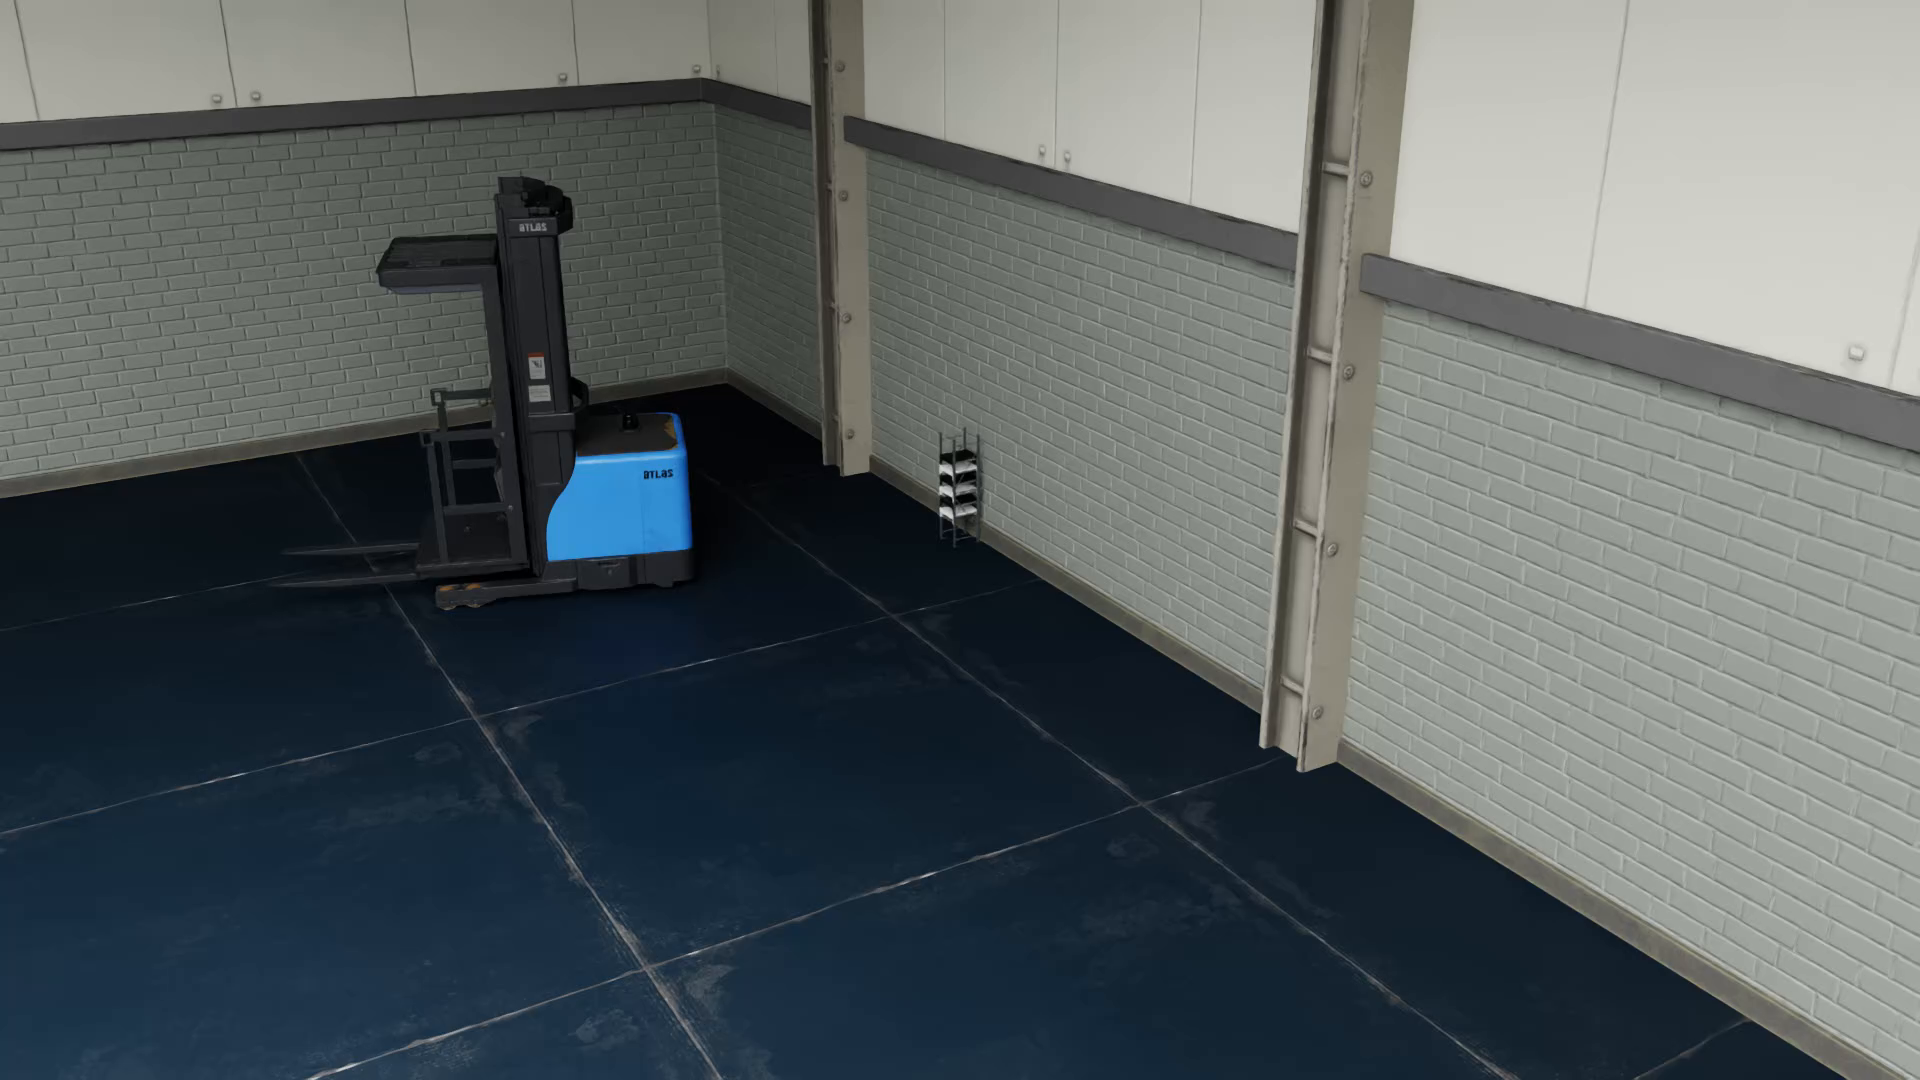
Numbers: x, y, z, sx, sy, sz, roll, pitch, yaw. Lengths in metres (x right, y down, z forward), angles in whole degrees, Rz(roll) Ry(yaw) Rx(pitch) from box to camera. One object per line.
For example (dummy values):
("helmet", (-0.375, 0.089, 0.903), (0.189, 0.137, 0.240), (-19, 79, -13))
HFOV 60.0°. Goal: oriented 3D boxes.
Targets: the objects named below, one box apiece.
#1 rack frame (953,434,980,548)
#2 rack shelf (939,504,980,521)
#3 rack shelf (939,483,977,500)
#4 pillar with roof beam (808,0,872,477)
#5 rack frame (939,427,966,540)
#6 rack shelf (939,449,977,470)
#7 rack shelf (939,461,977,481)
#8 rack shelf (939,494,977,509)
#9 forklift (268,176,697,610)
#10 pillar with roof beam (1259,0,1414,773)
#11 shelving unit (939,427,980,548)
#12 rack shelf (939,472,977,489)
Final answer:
("rack frame", (0.050, -0.380, 13.016), (0.240, 0.900, 0.006), (-13, 26, -29))
("rack shelf", (-0.003, -0.215, 13.177), (0.258, 0.077, 0.200), (-13, 26, -29))
("rack shelf", (-0.003, -0.381, 13.110), (0.258, 0.077, 0.200), (-13, 26, -29))
("pillar with roof beam", (-4.705, -3.993, 11.151), (9.100, 9.000, 0.400), (-13, 25, -28))
("rack frame", (-0.056, -0.445, 13.177), (0.240, 0.900, 0.006), (-13, 26, -29))
("rack shelf", (-0.004, -0.631, 13.008), (0.258, 0.077, 0.200), (-13, 26, -29))
("rack shelf", (-0.004, -0.548, 13.042), (0.258, 0.077, 0.200), (-13, 26, -29))
("rack shelf", (-0.003, -0.298, 13.143), (0.258, 0.077, 0.200), (-13, 26, -29))
("forklift", (-3.541, -1.070, 12.018), (3.031, 2.935, 1.130), (-5, 23, -11))
("pillar with roof beam", (-1.640, -2.050, 6.372), (9.100, 9.000, 0.400), (-13, 25, -28))
("shelving unit", (-0.003, -0.412, 13.097), (0.258, 0.900, 0.210), (-13, 26, -29))
("rack shelf", (-0.003, -0.465, 13.076), (0.258, 0.077, 0.200), (-13, 26, -29))
